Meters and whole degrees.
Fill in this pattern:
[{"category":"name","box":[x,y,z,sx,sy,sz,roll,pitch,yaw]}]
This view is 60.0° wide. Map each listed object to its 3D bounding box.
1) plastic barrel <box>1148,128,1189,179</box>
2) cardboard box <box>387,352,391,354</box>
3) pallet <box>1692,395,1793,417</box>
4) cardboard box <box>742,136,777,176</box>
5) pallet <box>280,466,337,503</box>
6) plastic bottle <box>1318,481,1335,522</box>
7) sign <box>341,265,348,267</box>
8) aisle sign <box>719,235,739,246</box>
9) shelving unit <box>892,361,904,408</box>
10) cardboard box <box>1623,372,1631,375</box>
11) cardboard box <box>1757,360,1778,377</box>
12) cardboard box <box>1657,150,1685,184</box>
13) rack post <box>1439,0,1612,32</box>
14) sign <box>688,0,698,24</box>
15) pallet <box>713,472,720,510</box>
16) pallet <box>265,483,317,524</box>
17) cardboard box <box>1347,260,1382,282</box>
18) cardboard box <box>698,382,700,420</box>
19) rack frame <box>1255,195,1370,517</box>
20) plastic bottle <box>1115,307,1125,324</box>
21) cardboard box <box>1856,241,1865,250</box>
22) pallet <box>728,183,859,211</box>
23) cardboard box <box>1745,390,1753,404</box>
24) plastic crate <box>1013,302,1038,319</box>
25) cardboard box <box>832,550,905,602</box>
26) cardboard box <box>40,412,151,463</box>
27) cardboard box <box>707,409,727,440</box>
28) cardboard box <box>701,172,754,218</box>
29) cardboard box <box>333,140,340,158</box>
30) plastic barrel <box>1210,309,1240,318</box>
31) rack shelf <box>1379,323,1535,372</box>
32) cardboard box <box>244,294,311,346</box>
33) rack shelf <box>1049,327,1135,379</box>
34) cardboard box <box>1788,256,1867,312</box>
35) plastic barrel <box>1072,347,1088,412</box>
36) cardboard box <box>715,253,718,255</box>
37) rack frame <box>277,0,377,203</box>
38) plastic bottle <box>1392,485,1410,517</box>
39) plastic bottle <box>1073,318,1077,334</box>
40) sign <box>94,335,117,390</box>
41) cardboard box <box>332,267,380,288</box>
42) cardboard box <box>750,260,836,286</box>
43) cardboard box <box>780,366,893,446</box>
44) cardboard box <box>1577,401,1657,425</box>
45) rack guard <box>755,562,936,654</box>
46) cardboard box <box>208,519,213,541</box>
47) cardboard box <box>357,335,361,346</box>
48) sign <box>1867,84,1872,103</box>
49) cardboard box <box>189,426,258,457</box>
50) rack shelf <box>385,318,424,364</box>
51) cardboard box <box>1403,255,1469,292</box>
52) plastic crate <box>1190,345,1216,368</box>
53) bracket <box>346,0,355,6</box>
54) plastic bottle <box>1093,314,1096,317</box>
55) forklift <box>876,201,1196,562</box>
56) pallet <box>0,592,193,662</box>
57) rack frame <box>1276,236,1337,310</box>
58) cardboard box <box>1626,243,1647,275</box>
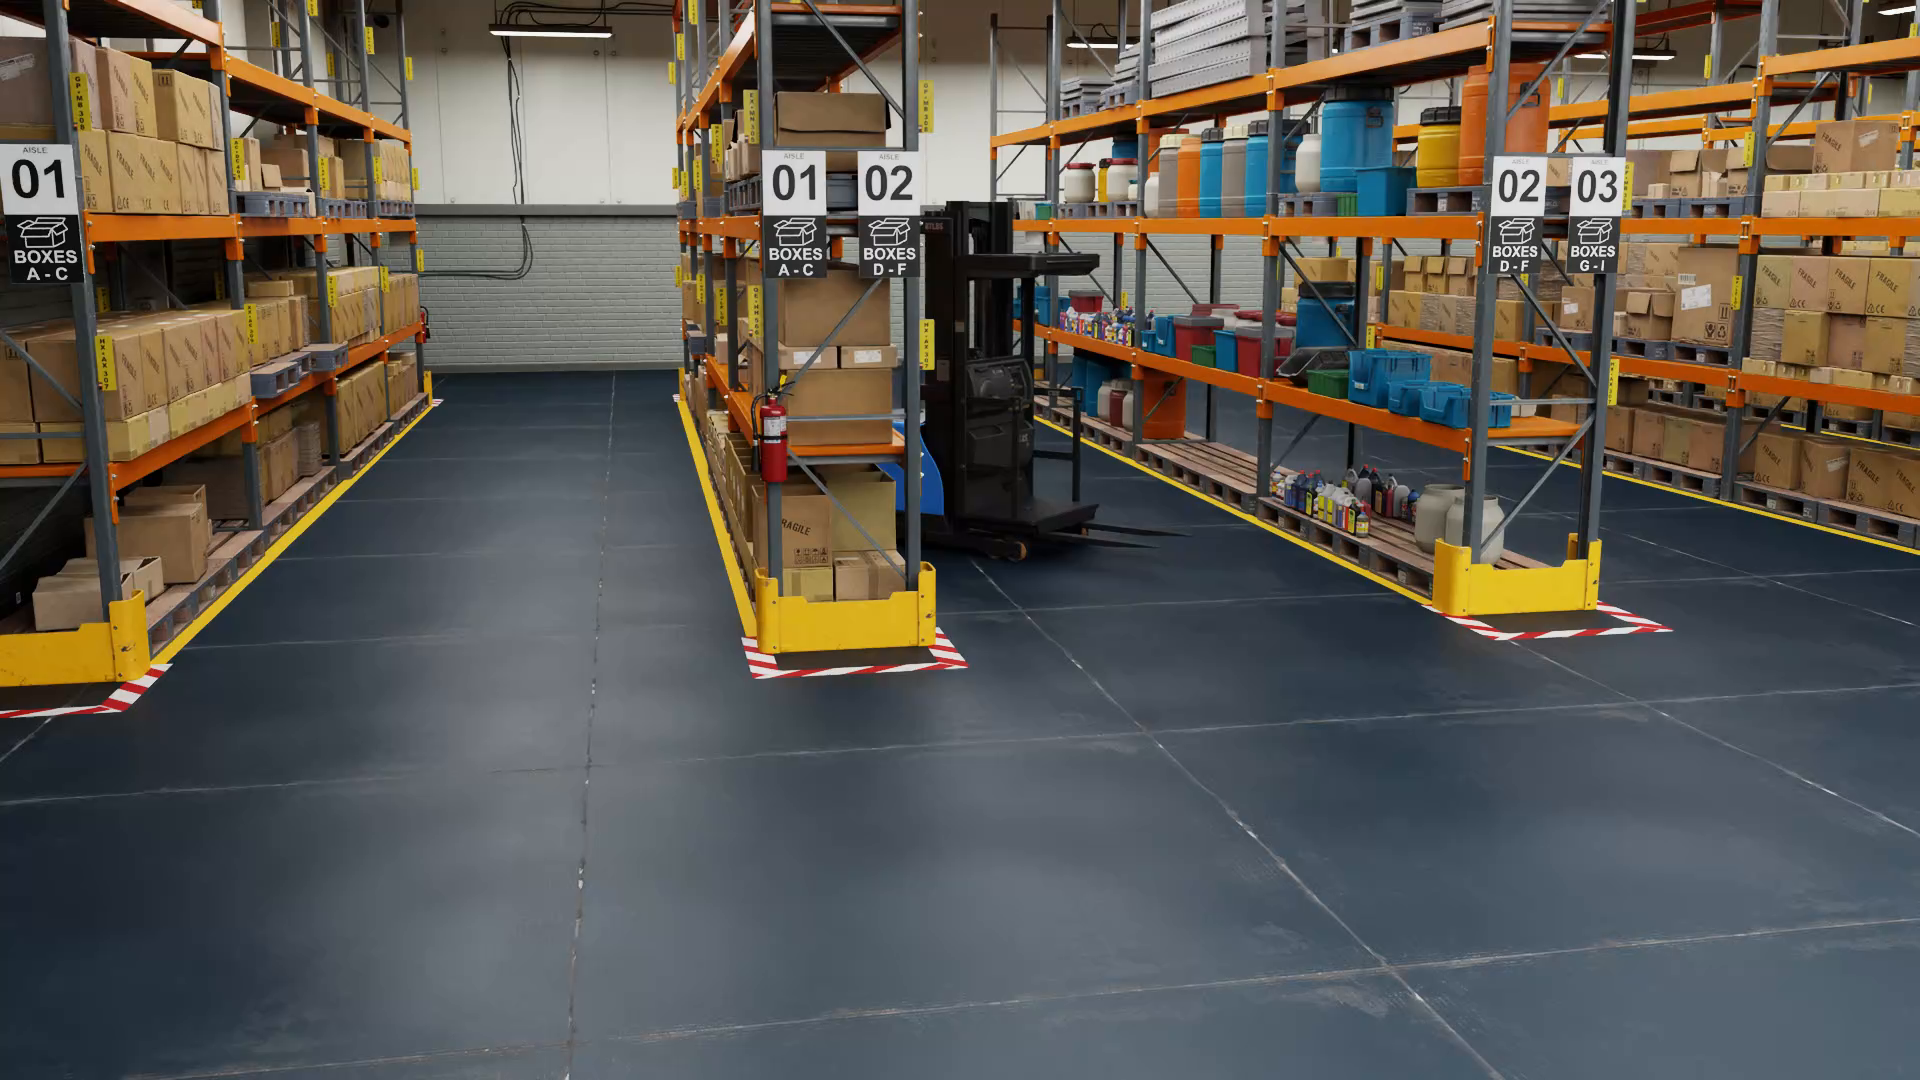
[{"category":"plastic barrel","box":[2.433,-4.431,19.662,0.600,0.830,0.708,-2,11,-11]},{"category":"cardboard box","box":[-8.719,-2.731,24.851,0.380,0.149,0.250,-2,11,-11]},{"category":"pallet","box":[11.659,-1.999,24.636,1.003,0.211,1.213,-2,11,-11]},{"category":"cardboard box","box":[-1.245,-2.666,11.563,0.500,0.250,0.500,-2,11,-11]},{"category":"pallet","box":[-7.026,-0.563,17.089,1.003,0.211,1.213,-2,11,-11]},{"category":"plastic bottle","box":[3.188,-0.342,14.378,0.144,0.351,0.185,-2,11,-11]},{"category":"sign","box":[-9.278,-3.988,25.102,0.100,0.325,0.005,-2,11,-11]},{"category":"aisle sign","box":[-3.587,-5.025,26.122,0.394,0.787,0.004,-2,11,-11]},{"category":"shelving unit","box":[-0.844,-0.999,15.936,0.538,1.500,1.048,-2,11,-12]},{"category":"cardboard box","box":[10.945,-2.753,26.845,0.380,0.149,0.250,-3,11,-14]},{"category":"cardboard box","box":[7.960,-1.663,16.082,0.380,0.149,0.250,-2,11,-11]},{"category":"cardboard box","box":[7.929,-4.121,18.700,0.500,0.500,0.500,-2,11,-10]},{"category":"rack post","box":[4.075,-3.814,12.004,0.937,0.300,0.954,-1,11,-5]},{"category":"sign","box":[-2.849,-5.680,17.763,0.100,0.325,0.005,-2,11,-11]},{"category":"pallet","box":[-1.963,-0.511,16.818,1.003,0.211,1.213,-2,11,-11]},{"category":"pallet","box":[-6.793,-0.340,15.916,1.003,0.211,1.213,-2,11,-11]},{"category":"cardboard box","box":[6.176,-3.958,25.067,0.500,0.500,0.500,-2,11,-10]},{"category":"cardboard box","box":[-3.127,-1.784,21.554,0.500,0.500,0.500,-2,11,-10]},{"category":"rack frame","box":[3.319,-1.703,15.620,1.000,3.000,0.127,-2,11,-11]},{"category":"plastic bottle","box":[2.157,-2.950,22.304,0.144,0.351,0.185,-2,11,-11]},{"category":"cardboard box","box":[15.592,-5.037,28.460,0.380,0.149,0.250,-2,11,-10]},{"category":"pallet","box":[-1.349,-2.798,13.588,1.003,0.211,1.213,-2,11,-11]},{"category":"cardboard box","box":[11.494,-2.248,24.048,0.500,0.500,0.500,-2,11,-8]},{"category":"plastic crate","box":[1.024,-3.497,25.334,0.416,0.233,0.300,-2,11,-11]},{"category":"cardboard box","box":[-0.649,0.248,11.600,0.500,0.250,0.500,-2,11,-11]},{"category":"cardboard box","box":[-5.404,-0.646,10.416,0.500,0.250,0.500,-2,11,-13]},{"category":"cardboard box","box":[-2.505,-1.281,18.136,0.500,0.311,0.500,-2,11,-9]},{"category":"cardboard box","box":[-2.437,-3.858,18.656,0.910,0.500,0.500,-2,11,-11]},{"category":"cardboard box","box":[-8.320,-4.953,21.679,0.500,0.500,0.500,-2,11,-11]},{"category":"plastic barrel","box":[2.950,-2.310,18.513,0.421,0.512,0.421,0,11,0]},{"category":"rack shelf","box":[7.010,-2.630,22.415,1.077,0.370,4.000,-2,11,-11]},{"category":"cardboard box","box":[-7.076,-2.255,17.080,0.700,0.500,0.500,-3,11,-18]},{"category":"rack shelf","box":[2.152,-2.450,21.469,1.077,0.370,4.000,-2,11,-11]},{"category":"cardboard box","box":[8.114,-2.386,15.472,0.500,0.500,0.500,-2,11,-11]},{"category":"plastic barrel","box":[1.852,-2.245,22.958,0.600,0.901,0.708,-2,11,-11]},{"category":"cardboard box","box":[-3.518,-4.193,25.761,0.500,0.500,0.500,-2,11,-12]},{"category":"rack frame","box":[-7.955,-5.757,20.875,1.000,3.000,0.127,-2,11,-11]},{"category":"plastic bottle","box":[3.855,-0.349,14.614,0.152,0.276,0.135,-2,11,-10]},{"category":"plastic bottle","box":[1.565,-2.866,22.265,0.097,0.201,0.097,0,11,0]},{"category":"sign","box":[-5.089,-1.054,9.895,0.100,0.325,0.005,-2,11,-11]},{"category":"cardboard box","box":[-7.613,-3.307,20.926,0.500,0.250,0.500,-2,11,-10]},{"category":"cardboard box","box":[-1.349,-2.036,13.633,0.700,0.500,0.500,-2,11,-11]},{"category":"cardboard box","box":[-0.841,-0.925,11.266,0.700,0.500,0.500,-2,11,-11]},{"category":"cardboard box","box":[7.670,-1.381,19.439,0.700,0.500,0.500,-3,11,-16]},{"category":"rack guard","box":[-0.758,0.443,11.033,1.175,0.500,0.348,-2,11,-11]},{"category":"cardboard box","box":[-6.266,-0.070,13.441,0.380,0.166,0.250,-4,11,-18]},{"category":"cardboard box","box":[-7.407,-2.410,19.953,0.380,0.149,0.250,-2,11,-13]},{"category":"sign","box":[16.099,-7.906,29.457,0.100,0.325,0.005,-2,11,-11]},{"category":"cardboard box","box":[-6.648,-0.914,14.979,0.500,0.250,0.500,-2,11,-12]},{"category":"rack shelf","box":[-8.344,-2.823,23.430,1.077,0.370,4.000,-2,11,-11]},{"category":"cardboard box","box":[6.754,-3.775,23.558,0.797,0.503,0.637,-2,11,-12]},{"category":"plastic crate","box":[2.703,-1.908,17.264,0.450,0.188,0.662,-2,11,-11]},{"category":"bracket","box":[-9.678,-8.659,26.497,0.235,0.232,0.430,-2,11,-11]},{"category":"plastic bottle","box":[1.809,-2.846,21.958,0.152,0.276,0.135,-2,11,-11]},{"category":"forklift","box":[0.515,-1.374,14.076,3.031,2.935,1.130,7,13,34]},{"category":"pallet","box":[-5.759,0.597,10.996,1.003,0.211,1.213,-2,11,-11]},{"category":"rack frame","box":[5.843,-4.084,28.129,1.000,3.000,0.127,-2,11,-11]},{"category":"cardboard box","box":[10.958,-4.464,26.389,0.500,0.500,0.500,-2,11,-10]}]
